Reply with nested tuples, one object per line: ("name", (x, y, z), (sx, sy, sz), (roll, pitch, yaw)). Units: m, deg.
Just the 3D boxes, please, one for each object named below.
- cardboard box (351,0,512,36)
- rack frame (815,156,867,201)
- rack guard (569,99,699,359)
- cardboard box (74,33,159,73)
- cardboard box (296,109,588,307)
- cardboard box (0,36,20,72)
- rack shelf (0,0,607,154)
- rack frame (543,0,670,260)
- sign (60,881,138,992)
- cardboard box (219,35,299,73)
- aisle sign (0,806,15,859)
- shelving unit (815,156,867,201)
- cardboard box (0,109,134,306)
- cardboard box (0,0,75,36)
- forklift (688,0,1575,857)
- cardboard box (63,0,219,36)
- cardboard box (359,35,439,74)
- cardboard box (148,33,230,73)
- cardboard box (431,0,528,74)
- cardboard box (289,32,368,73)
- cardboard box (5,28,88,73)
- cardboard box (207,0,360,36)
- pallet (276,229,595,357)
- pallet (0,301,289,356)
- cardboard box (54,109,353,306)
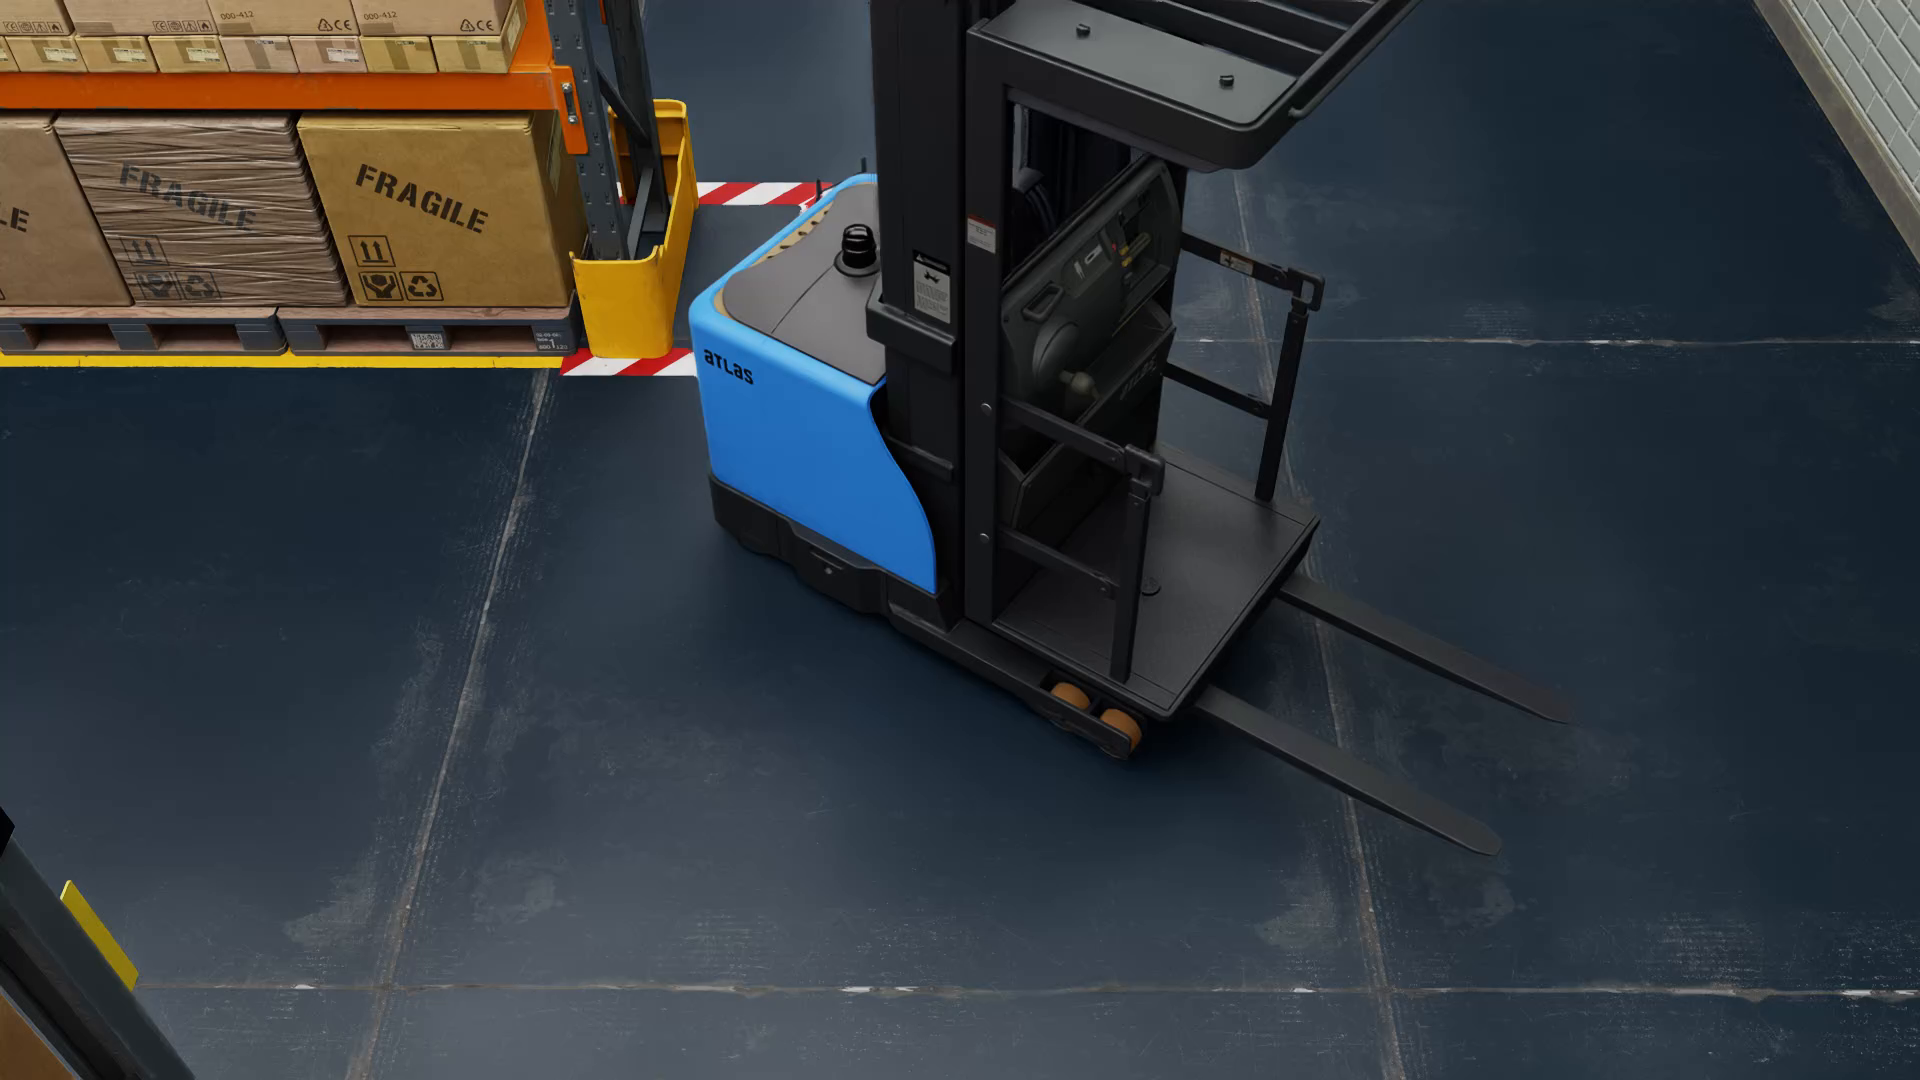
("cardboard box", (-1.893, -2.067, 6.024), (0.500, 0.250, 0.500), (-1, 47, 0))
("rack frame", (-0.454, -1.111, 6.670), (0.240, 0.900, 0.006), (-32, 55, -26))
("rack guard", (-1.384, -1.358, 7.172), (0.348, 0.500, 1.175), (0, 47, 0))
("cardboard box", (-3.046, -1.886, 6.128), (0.250, 0.149, 0.380), (0, 47, 0))
("cardboard box", (-2.048, -1.572, 6.829), (0.875, 0.875, 0.875), (0, 47, 0))
("cardboard box", (-3.554, -1.888, 6.129), (0.250, 0.149, 0.380), (-1, 47, -1))
("rack shelf", (-3.408, -1.970, 6.526), (4.000, 0.370, 1.077), (0, 47, 0))
("rack frame", (-1.408, -2.210, 6.257), (0.127, 3.000, 1.000), (0, 47, 0))
("sign", (-1.525, 0.729, 2.931), (0.005, 0.325, 0.100), (0, 47, 0))
("cardboard box", (-2.527, -1.886, 6.128), (0.250, 0.149, 0.380), (1, 47, 1))
("aisle sign", (-1.453, 0.316, 2.131), (0.004, 0.787, 0.394), (0, 47, 0))
("shelving unit", (-0.388, -1.055, 6.617), (0.258, 0.900, 0.210), (-32, 55, -26))
("cardboard box", (-3.848, -1.577, 6.833), (0.875, 0.875, 0.875), (0, 47, 0))
("cardboard box", (-3.430, -2.068, 6.025), (0.500, 0.250, 0.500), (0, 47, 0))
("forklift", (0.577, -0.719, 4.916), (3.031, 2.935, 1.130), (27, 53, 23))
("cardboard box", (-2.909, -2.070, 6.027), (0.500, 0.250, 0.500), (-1, 47, -1))
("cardboard box", (-2.025, -1.883, 6.125), (0.250, 0.149, 0.380), (1, 47, 1))
("cardboard box", (-2.786, -1.886, 6.128), (0.250, 0.149, 0.380), (-1, 47, -1))
("cardboard box", (-1.765, -1.884, 6.126), (0.250, 0.149, 0.380), (1, 47, 1))
("cardboard box", (-2.277, -1.885, 6.127), (0.250, 0.149, 0.380), (0, 47, 0))
("cardboard box", (-3.294, -1.888, 6.130), (0.250, 0.149, 0.380), (1, 47, 1))
("cardboard box", (-2.400, -2.069, 6.026), (0.500, 0.250, 0.500), (-1, 47, -1))
("pallet", (-2.207, -1.204, 7.227), (1.213, 0.211, 1.003), (0, 47, 0))
("pallet", (-3.424, -1.210, 7.232), (1.213, 0.211, 1.003), (0, 47, 0))
("cardboard box", (-2.958, -1.574, 6.831), (0.875, 0.875, 0.875), (0, 47, 0))
